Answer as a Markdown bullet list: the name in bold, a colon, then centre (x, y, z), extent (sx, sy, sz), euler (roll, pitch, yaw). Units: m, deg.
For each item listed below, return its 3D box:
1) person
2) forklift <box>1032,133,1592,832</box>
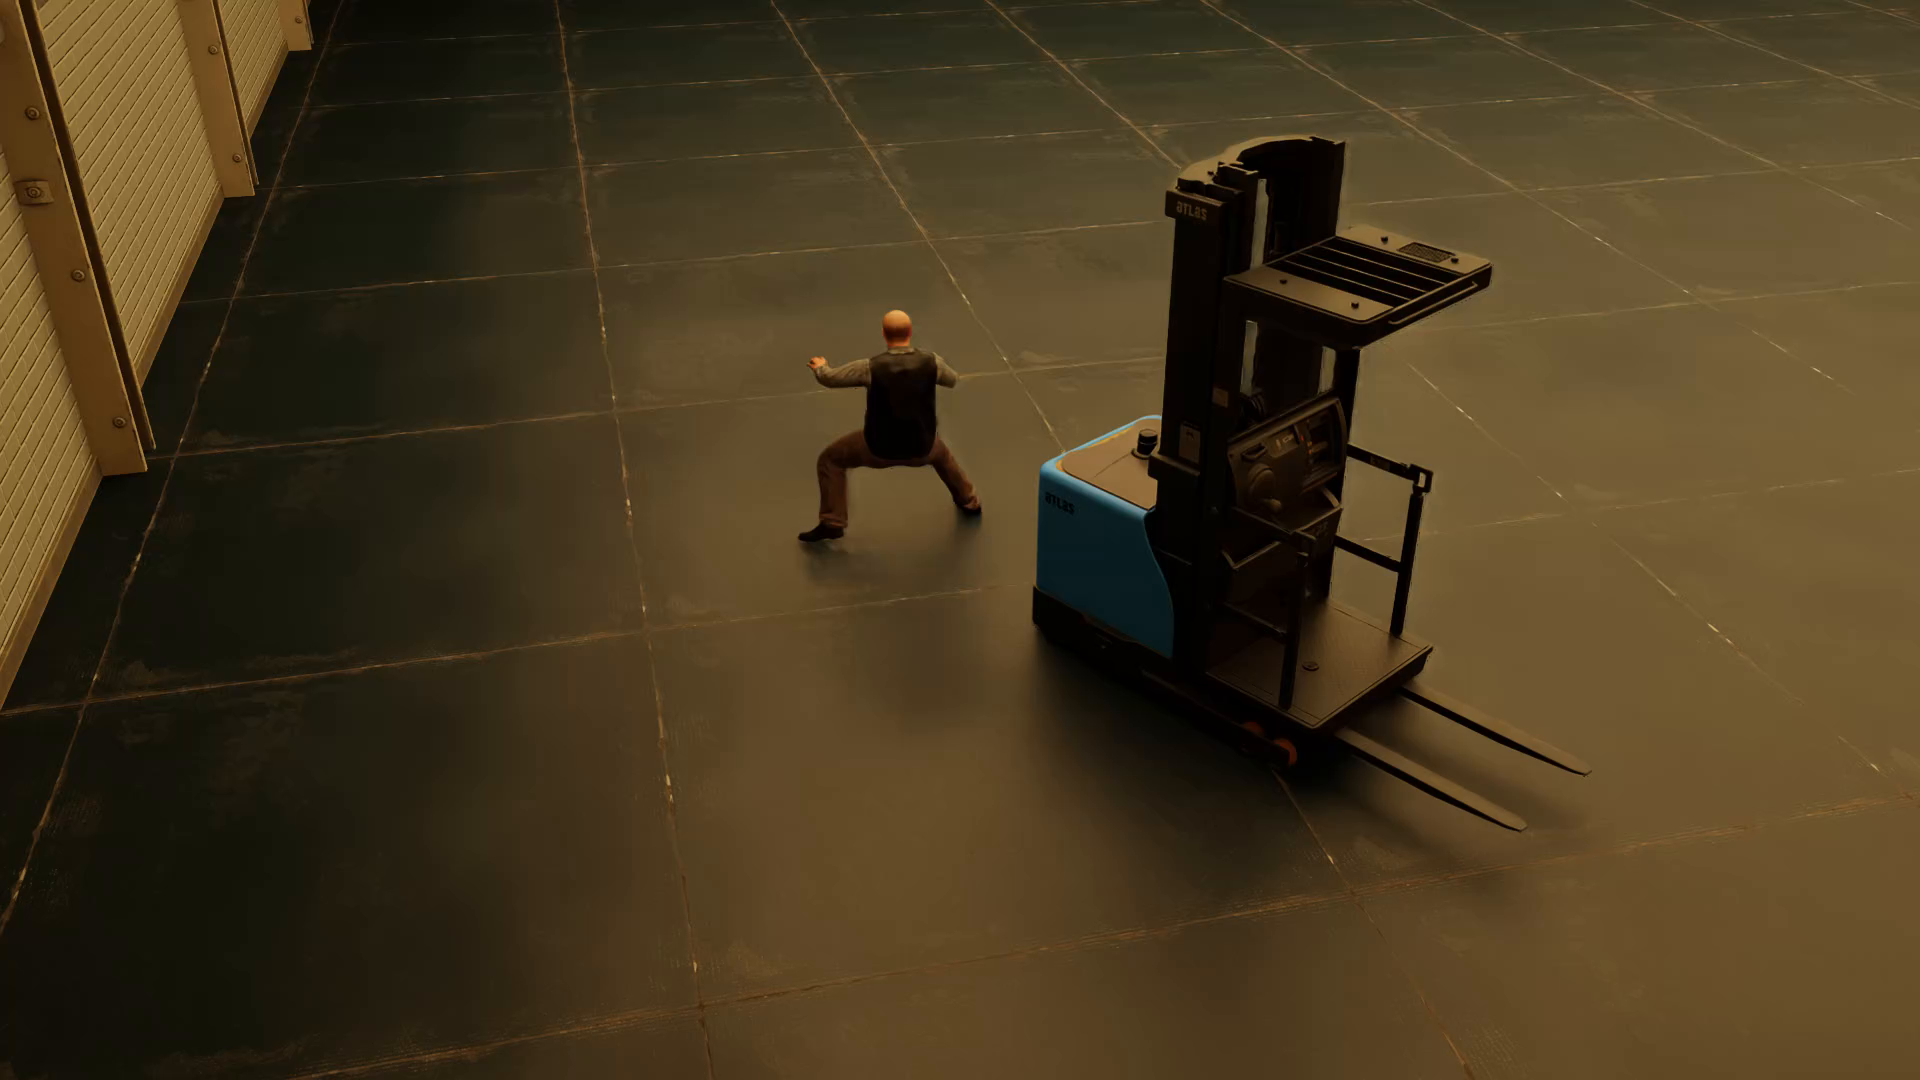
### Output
- **person**: centre (-0.437, -0.723, 10.256), extent (1.213, 1.496, 0.701), euler (-6, 31, -10)
- **forklift**: centre (1.799, -0.386, 8.241), extent (1.130, 2.935, 3.031), euler (-26, 39, -37)
